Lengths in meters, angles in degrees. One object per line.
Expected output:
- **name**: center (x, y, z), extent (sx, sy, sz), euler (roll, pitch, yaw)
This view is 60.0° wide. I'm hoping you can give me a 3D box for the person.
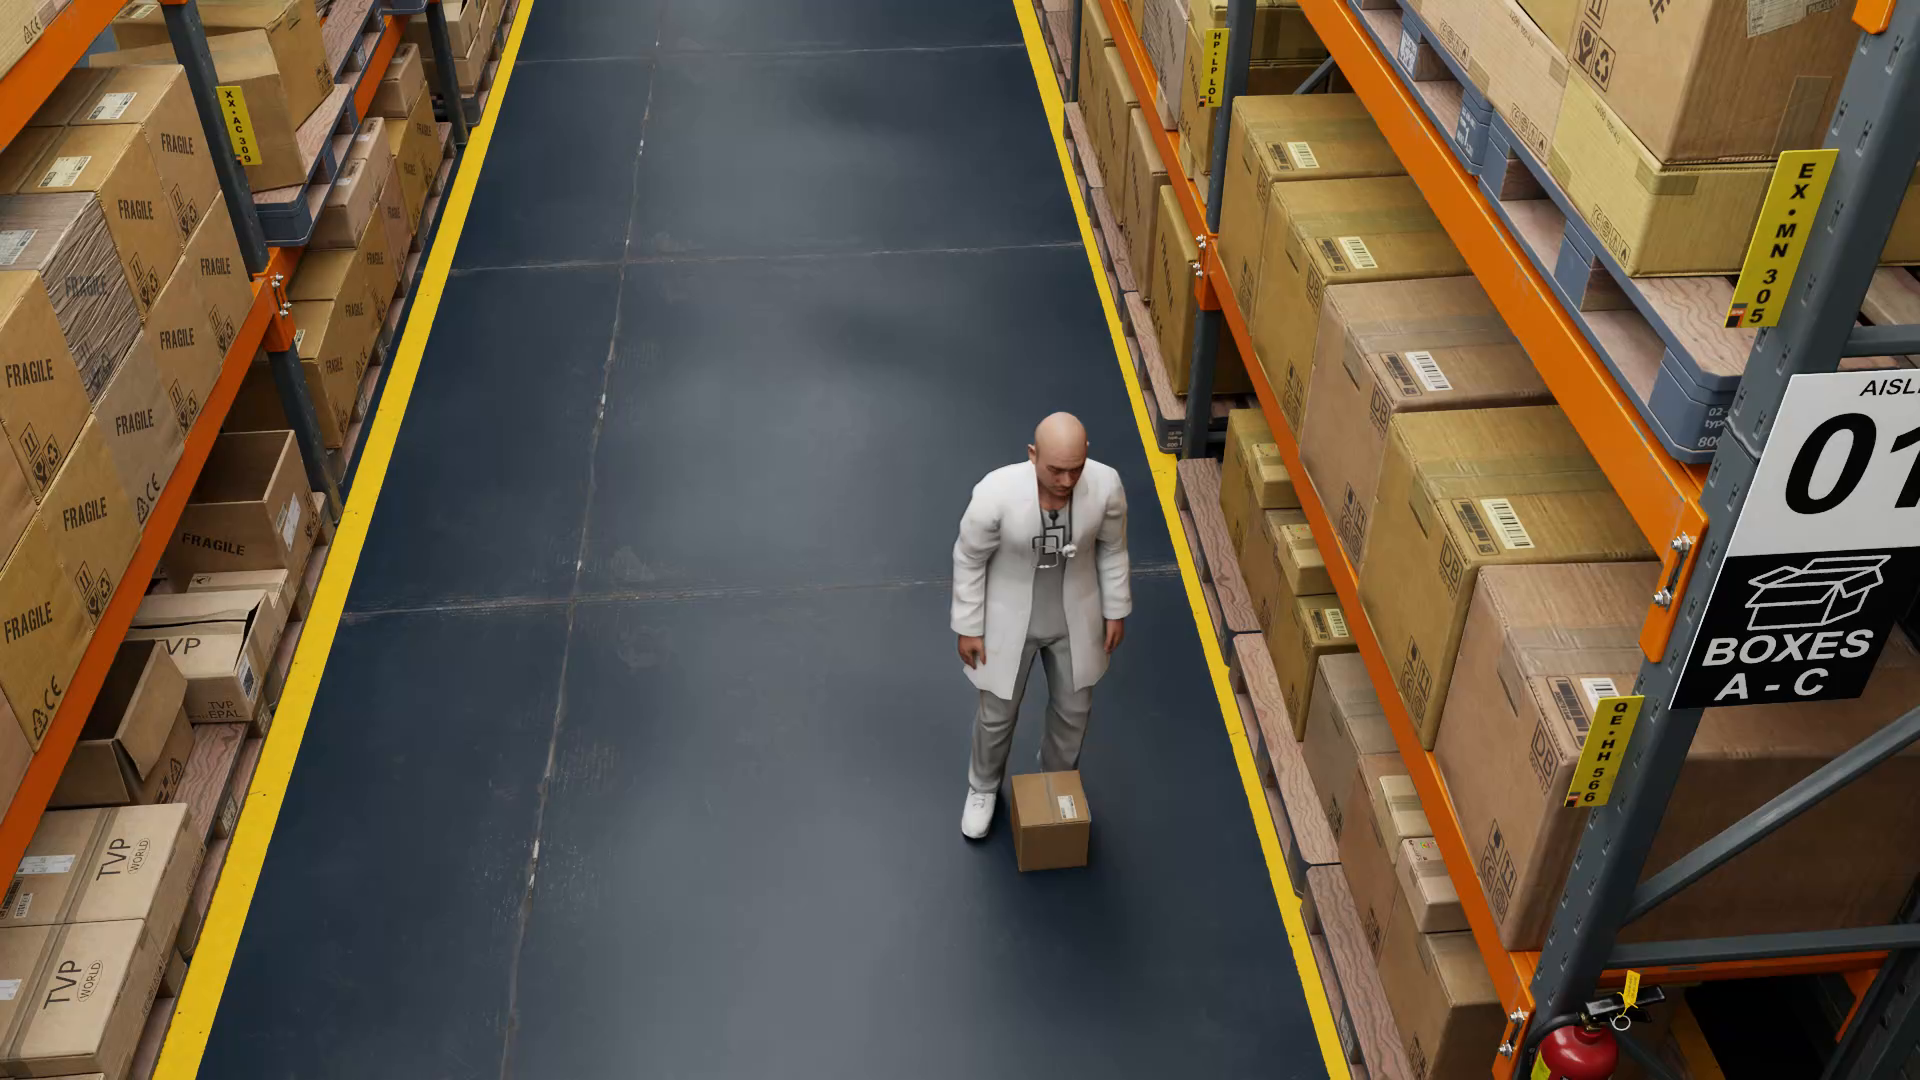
- **person**: center (0.287, 0.287, 5.808), extent (0.647, 1.772, 0.433), euler (-6, 39, -8)
